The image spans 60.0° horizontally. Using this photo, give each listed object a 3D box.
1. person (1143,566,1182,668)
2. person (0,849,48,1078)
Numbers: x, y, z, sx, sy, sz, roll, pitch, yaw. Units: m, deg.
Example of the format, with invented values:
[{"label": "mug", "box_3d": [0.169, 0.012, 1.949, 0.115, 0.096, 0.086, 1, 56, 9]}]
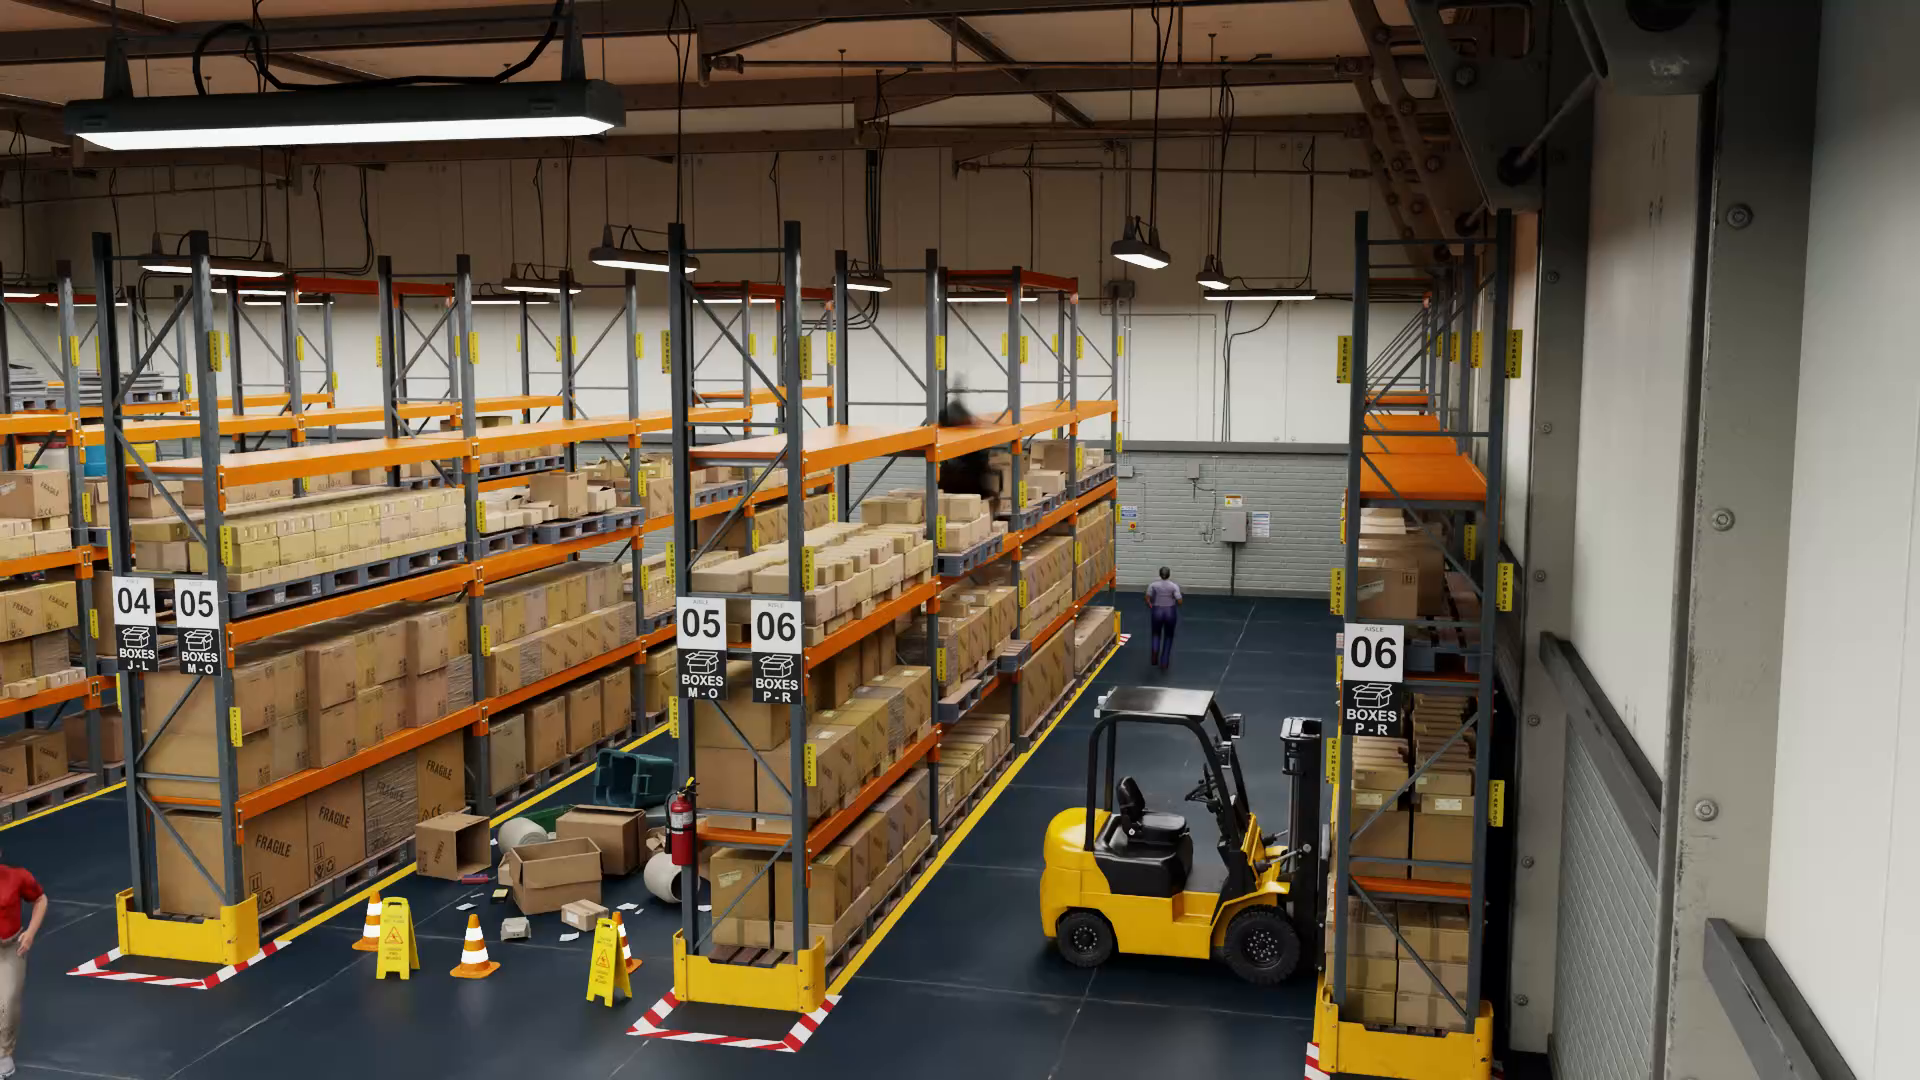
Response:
[{"label": "person", "box_3d": [3.191, 1.196, 26.087, 0.599, 1.594, 0.557, 2, 7, 12]}, {"label": "person", "box_3d": [-6.820, 2.909, 11.769, 0.682, 1.702, 0.598, -4, 8, -28]}]
